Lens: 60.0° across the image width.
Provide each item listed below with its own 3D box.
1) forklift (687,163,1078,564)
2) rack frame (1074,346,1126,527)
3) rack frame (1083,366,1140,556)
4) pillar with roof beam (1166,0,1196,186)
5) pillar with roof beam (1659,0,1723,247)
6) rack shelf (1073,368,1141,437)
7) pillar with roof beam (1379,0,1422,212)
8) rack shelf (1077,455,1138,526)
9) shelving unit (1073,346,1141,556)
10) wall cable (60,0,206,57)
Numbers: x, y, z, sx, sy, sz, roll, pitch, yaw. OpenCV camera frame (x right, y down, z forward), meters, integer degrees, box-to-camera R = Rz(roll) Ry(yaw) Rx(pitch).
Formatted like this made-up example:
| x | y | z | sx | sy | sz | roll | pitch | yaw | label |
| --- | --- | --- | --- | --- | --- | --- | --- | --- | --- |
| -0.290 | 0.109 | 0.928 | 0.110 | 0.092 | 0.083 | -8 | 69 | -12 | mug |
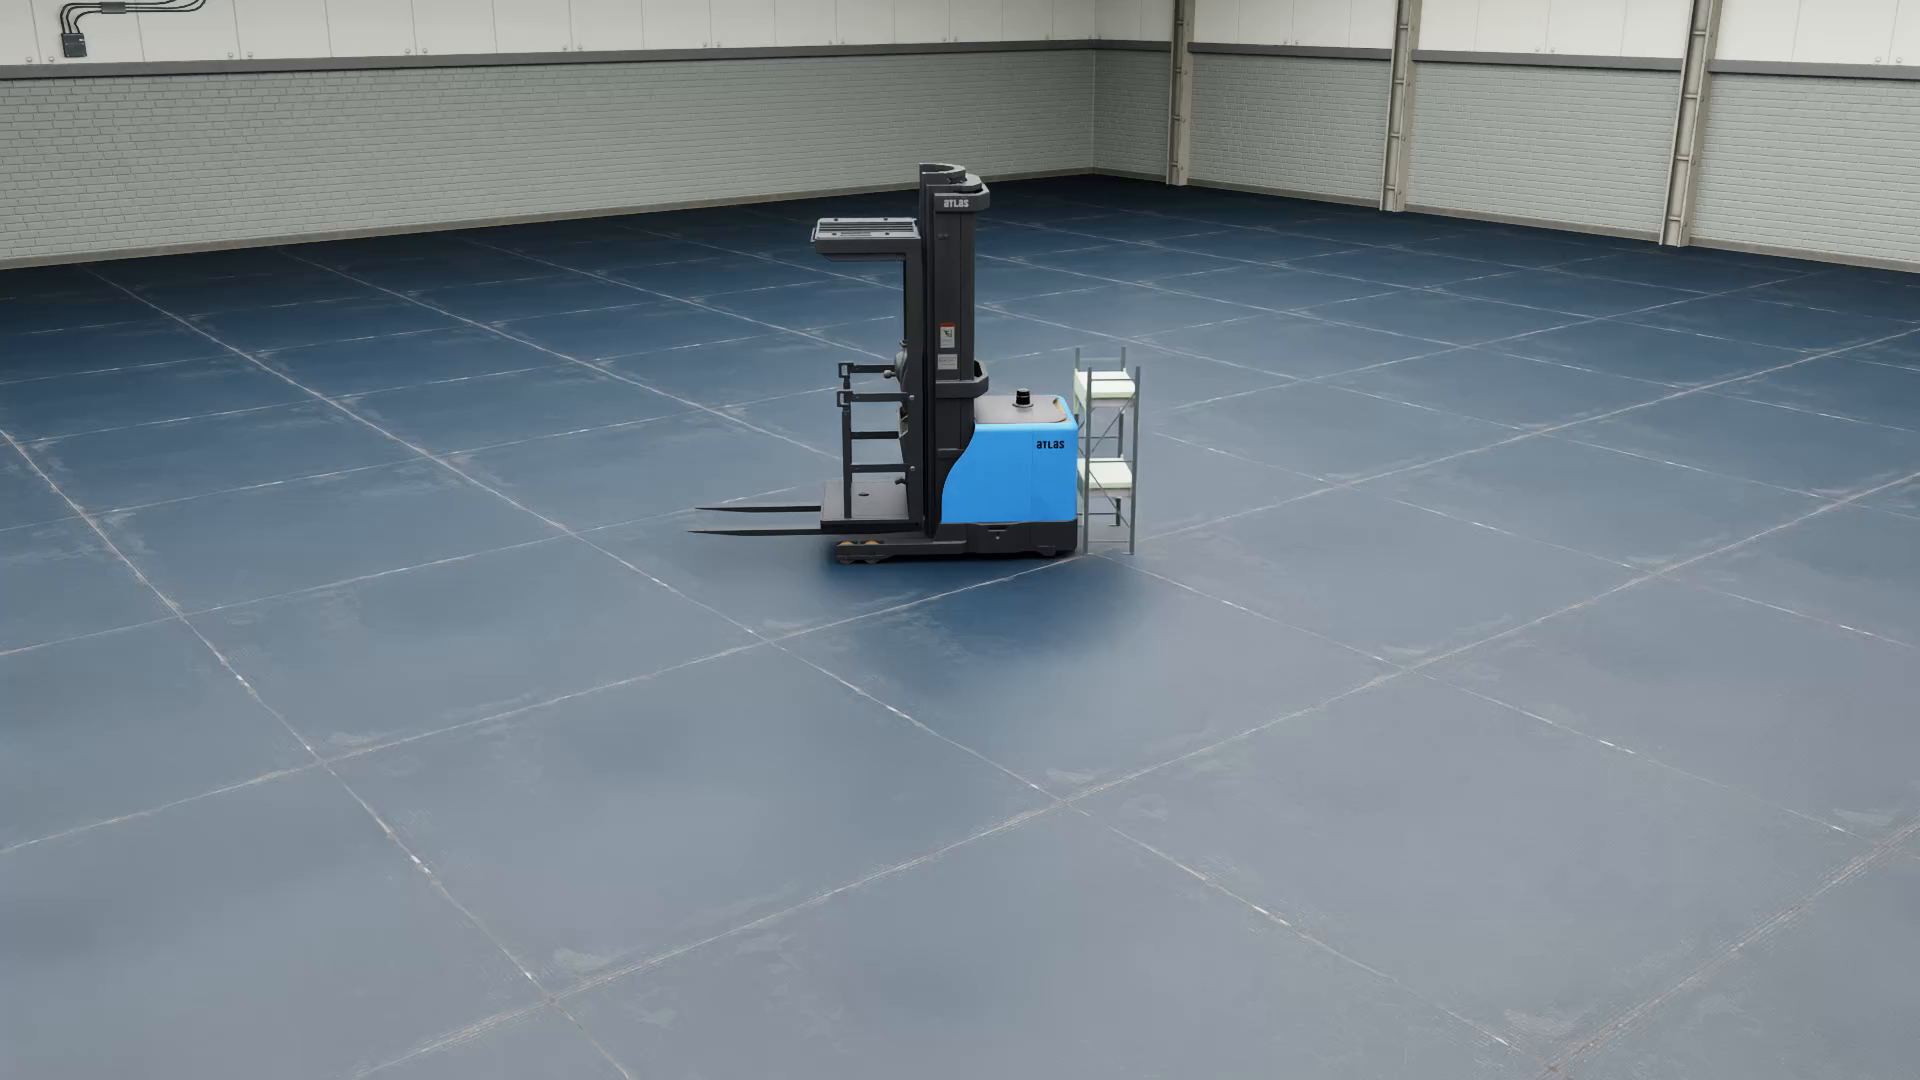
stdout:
| x | y | z | sx | sy | sz | roll | pitch | yaw | label |
| --- | --- | --- | --- | --- | --- | --- | --- | --- | --- |
| -0.622 | -1.380 | 12.869 | 3.031 | 2.935 | 1.130 | -1 | 18 | -3 | forklift |
| 1.120 | -0.827 | 13.475 | 0.400 | 1.500 | 0.023 | -1 | 18 | -3 | rack frame |
| 1.161 | -0.598 | 12.781 | 0.400 | 1.500 | 0.023 | -1 | 18 | -3 | rack frame |
| 1.548 | -11.507 | 33.796 | 9.100 | 9.000 | 0.400 | -14 | 23 | -36 | pillar with roof beam |
| 8.999 | -8.550 | 24.867 | 9.100 | 9.000 | 0.400 | -14 | 23 | -36 | pillar with roof beam |
| 1.141 | -1.083 | 13.005 | 0.431 | 0.370 | 0.720 | -1 | 18 | -3 | rack shelf |
| 5.274 | -10.028 | 29.332 | 9.100 | 9.000 | 0.400 | -14 | 23 | -36 | pillar with roof beam |
| 1.141 | -0.403 | 13.231 | 0.431 | 0.370 | 0.720 | -1 | 18 | -3 | rack shelf |
| 1.141 | -0.712 | 13.128 | 0.431 | 1.500 | 0.755 | -1 | 18 | -3 | shelving unit |
| -13.111 | -10.646 | 25.788 | 2.305 | 6.003 | 0.169 | -14 | 23 | -36 | wall cable |
